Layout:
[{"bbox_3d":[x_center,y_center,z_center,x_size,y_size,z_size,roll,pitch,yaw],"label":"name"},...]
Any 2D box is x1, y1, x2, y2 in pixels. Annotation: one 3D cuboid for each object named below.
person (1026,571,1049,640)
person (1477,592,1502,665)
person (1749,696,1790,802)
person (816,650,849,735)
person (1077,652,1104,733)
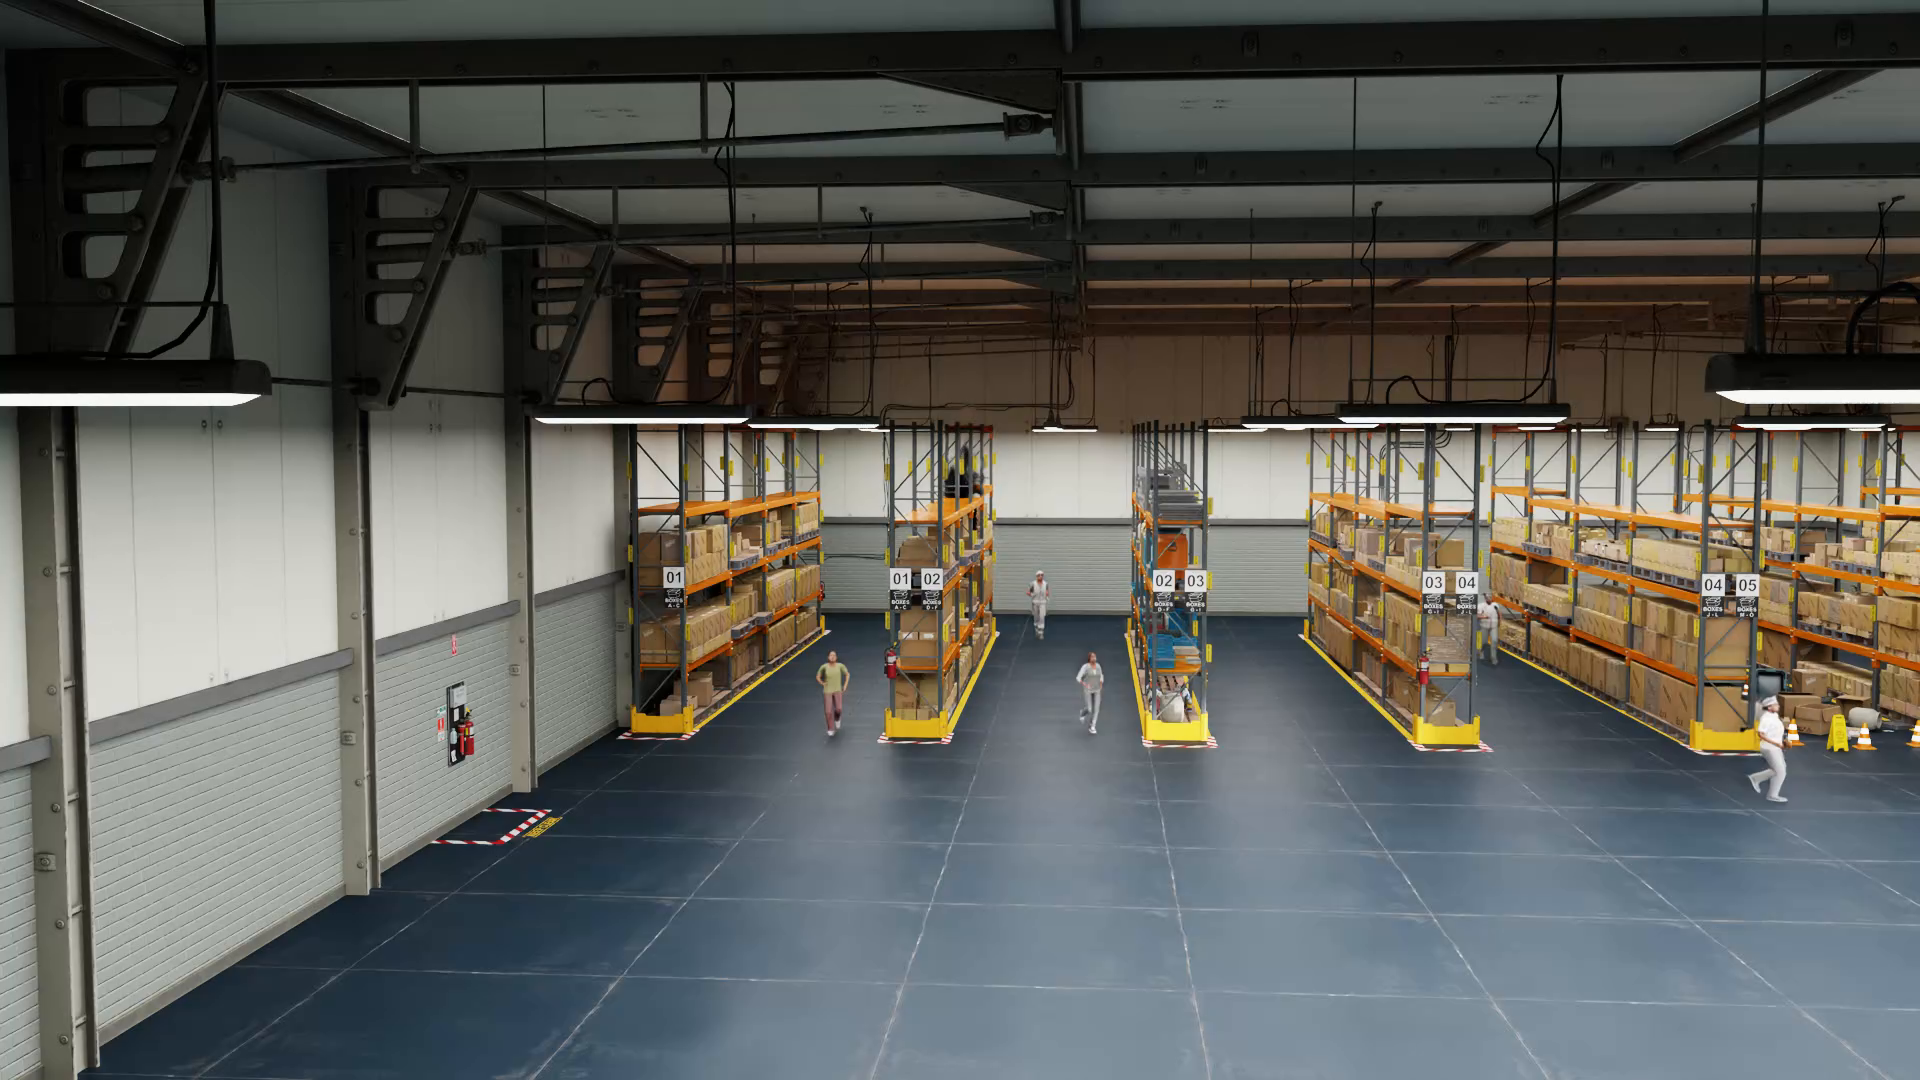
[{"bbox_3d":[2.088,1.728,44.416,0.637,1.818,0.864,0,4,-4],"label":"person"},{"bbox_3d":[13.299,2.195,41.784,0.669,1.800,0.968,0,4,5],"label":"person"},{"bbox_3d":[12.654,3.250,26.009,0.570,1.646,0.570,3,5,40],"label":"person"},{"bbox_3d":[-2.418,2.907,31.666,0.642,1.626,0.530,0,4,-7],"label":"person"},{"bbox_3d":[2.517,2.921,32.027,0.579,1.554,0.594,-1,4,-20],"label":"person"}]
